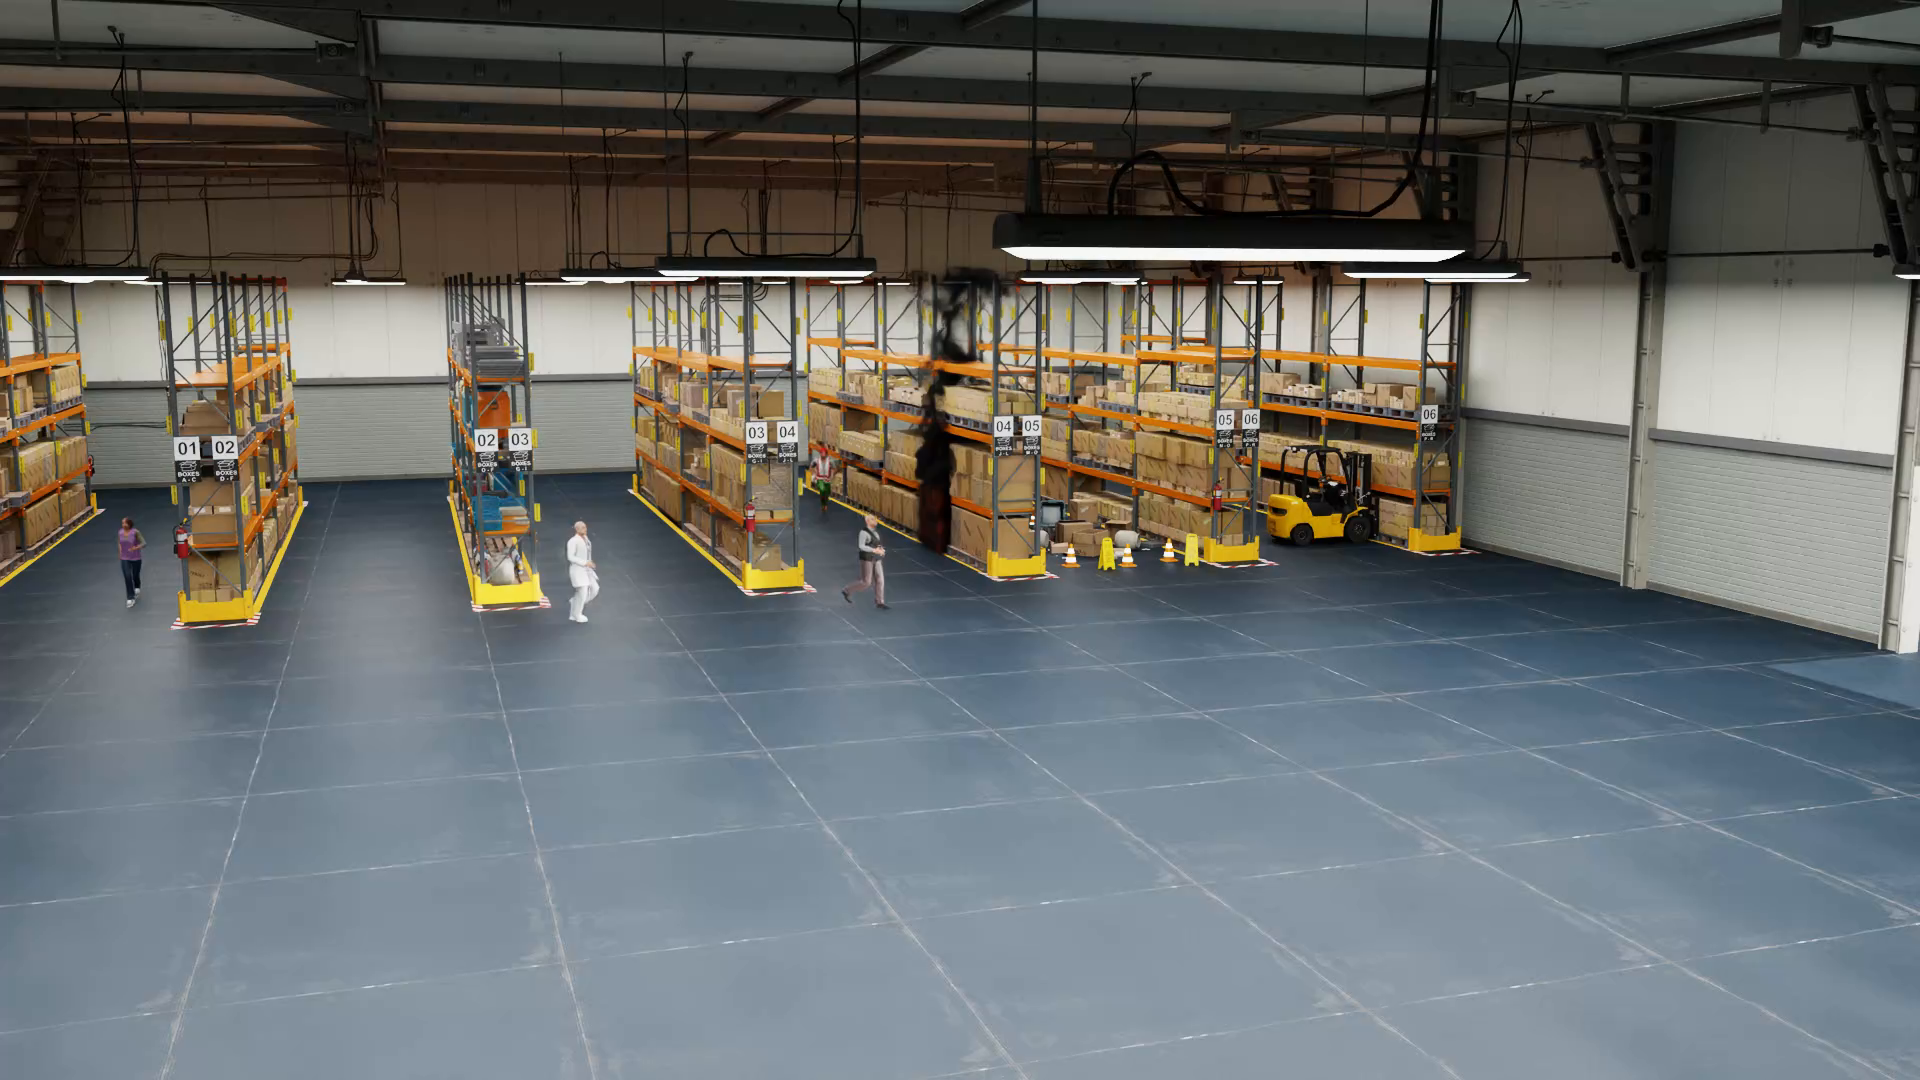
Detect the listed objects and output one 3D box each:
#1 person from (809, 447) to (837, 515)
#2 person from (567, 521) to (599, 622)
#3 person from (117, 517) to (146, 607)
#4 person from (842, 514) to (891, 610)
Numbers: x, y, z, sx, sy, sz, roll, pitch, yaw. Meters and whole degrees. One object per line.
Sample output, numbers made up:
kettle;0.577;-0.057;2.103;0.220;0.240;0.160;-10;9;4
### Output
person;-3.400;-1.461;41.566;0.658;1.732;0.928;-2;9;-14
person;-6.516;0.539;28.755;0.647;1.741;0.732;3;9;17
person;-15.120;0.370;30.370;0.526;1.606;0.815;-2;9;-14
person;-1.648;0.387;29.876;0.921;1.725;0.670;4;10;27
